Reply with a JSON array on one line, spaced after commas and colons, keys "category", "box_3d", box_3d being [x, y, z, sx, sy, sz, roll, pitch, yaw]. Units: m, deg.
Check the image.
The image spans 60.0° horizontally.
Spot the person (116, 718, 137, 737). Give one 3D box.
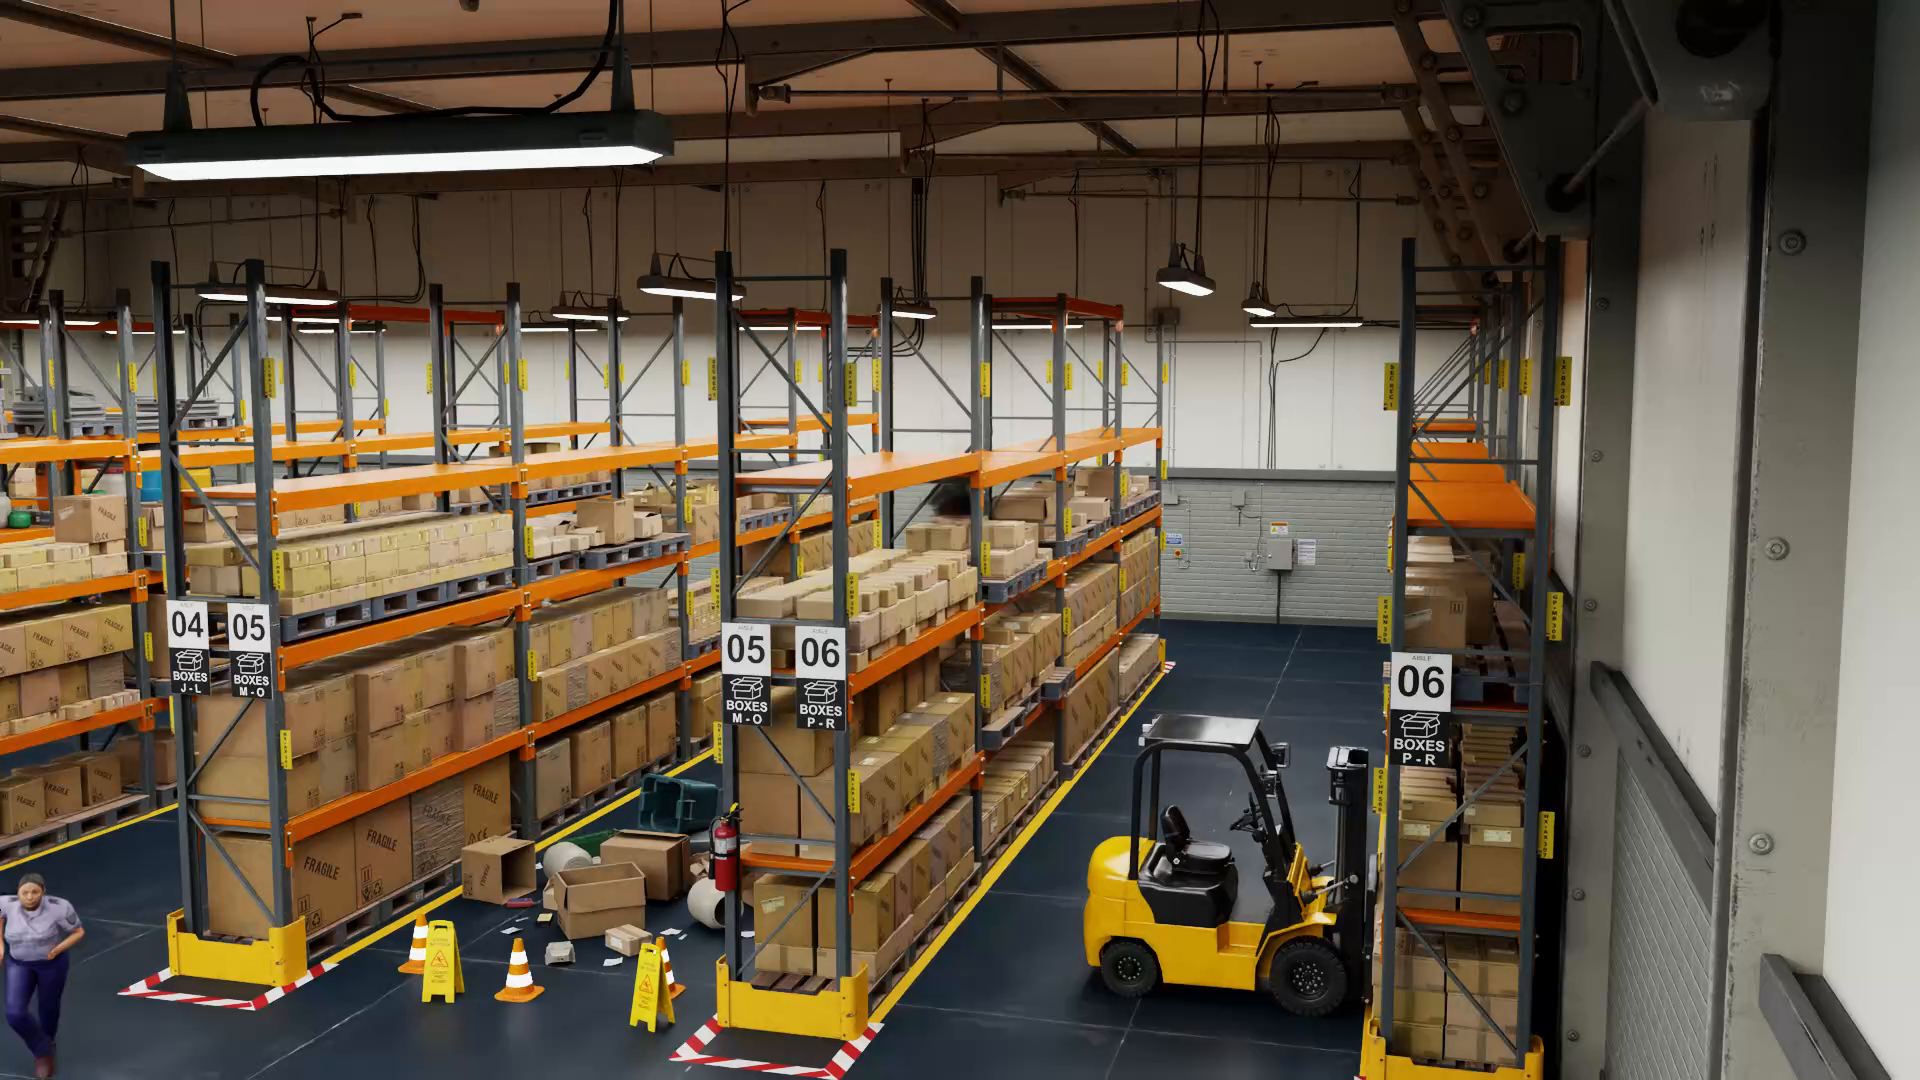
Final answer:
[{"category": "person", "box_3d": [-10.851, 1.981, 21.821, 0.692, 1.741, 0.637, 0, 6, 1]}]

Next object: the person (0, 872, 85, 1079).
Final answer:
[{"category": "person", "box_3d": [-6.746, 3.140, 12.198, 0.633, 1.570, 0.893, -2, 7, -22]}]

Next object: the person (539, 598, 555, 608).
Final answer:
[{"category": "person", "box_3d": [-6.249, 1.685, 25.094, 0.605, 1.654, 0.530, 1, 6, 8]}]
